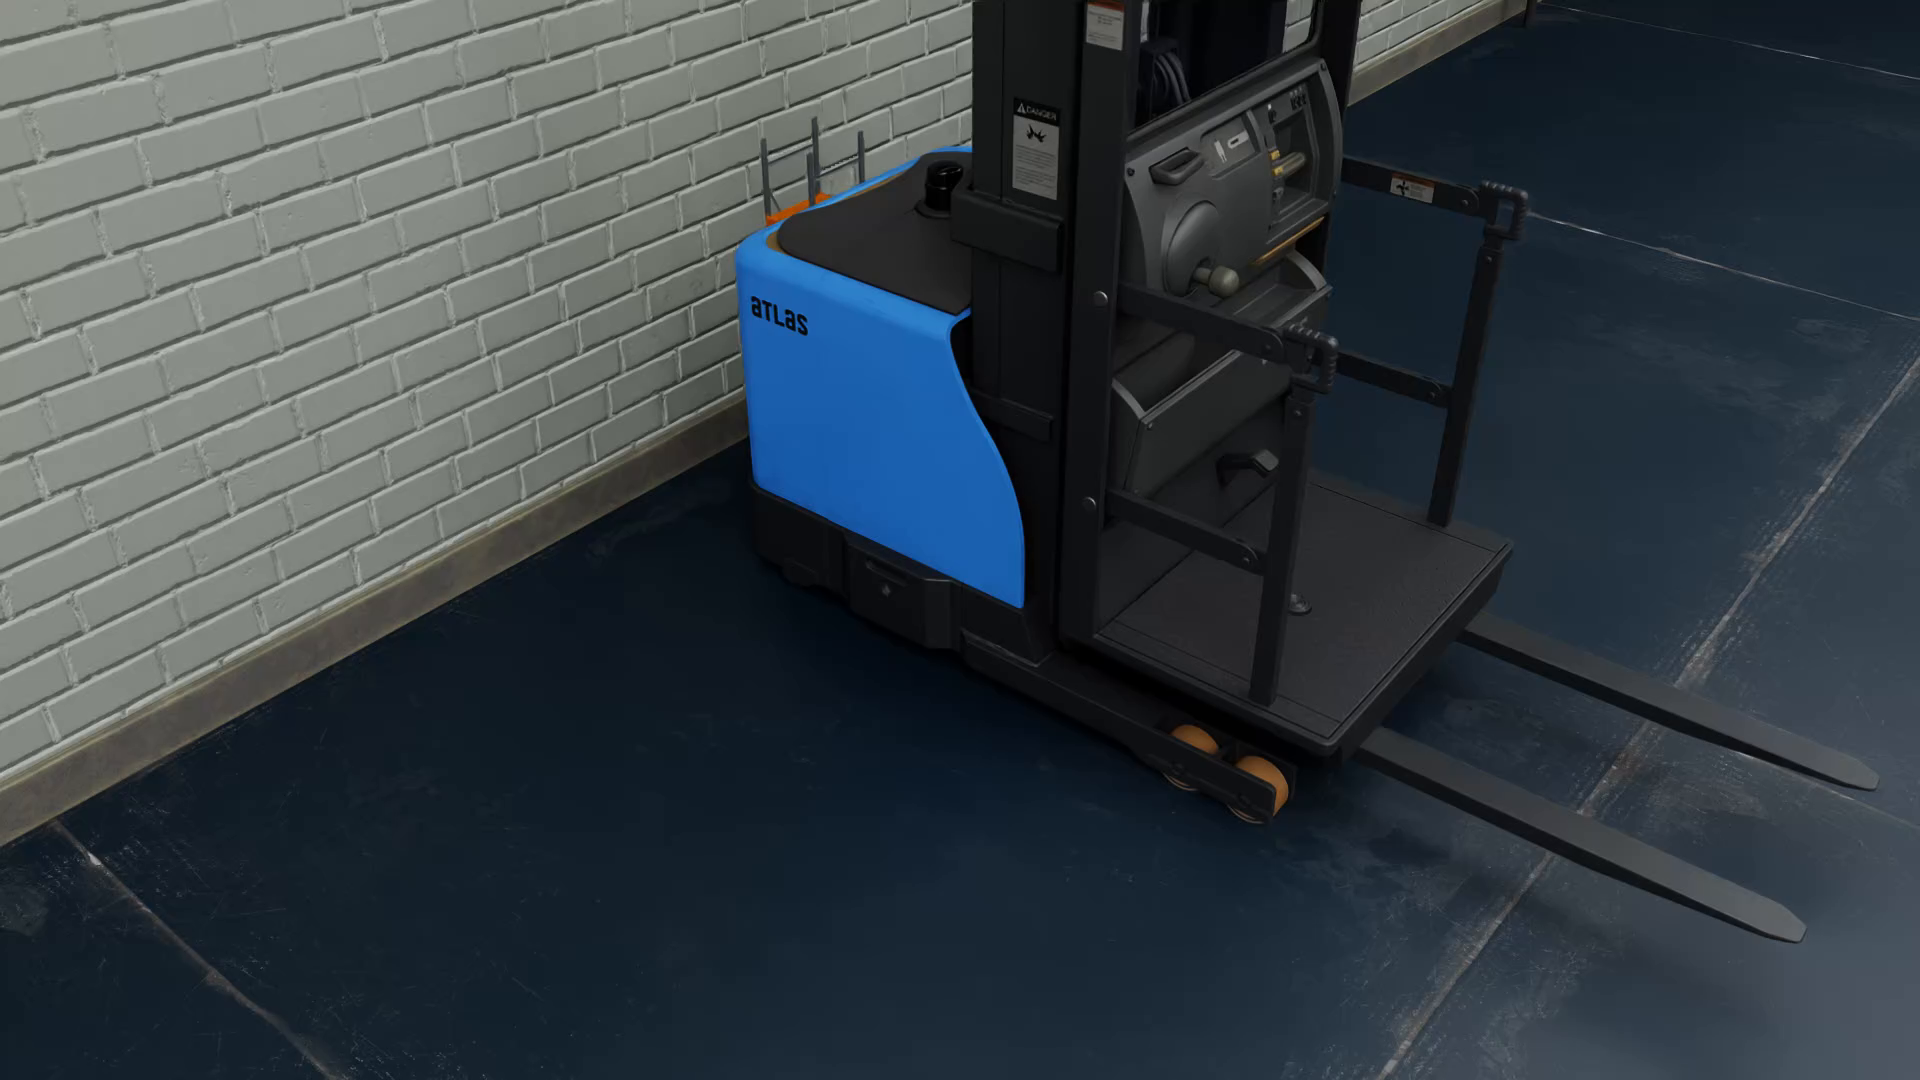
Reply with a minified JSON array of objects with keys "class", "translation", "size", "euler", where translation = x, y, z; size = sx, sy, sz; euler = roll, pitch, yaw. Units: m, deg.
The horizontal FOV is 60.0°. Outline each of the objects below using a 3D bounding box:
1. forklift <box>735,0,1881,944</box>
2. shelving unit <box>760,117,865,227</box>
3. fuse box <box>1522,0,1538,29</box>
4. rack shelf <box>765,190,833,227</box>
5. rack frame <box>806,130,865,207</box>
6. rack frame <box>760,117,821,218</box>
[{"class":"forklift","translation":[0.834,-0.834,3.876],"size":[3.031,2.935,1.130],"euler":[24,41,31]},{"class":"shelving unit","translation":[-0.432,-0.686,5.190],"size":[0.189,1.200,0.258],"euler":[24,41,31]},{"class":"fuse box","translation":[3.287,-3.642,9.042],"size":[0.414,1.711,0.539],"euler":[25,42,32]},{"class":"rack shelf","translation":[-0.432,-0.947,5.011],"size":[0.180,0.103,0.258],"euler":[24,41,31]},{"class":"rack frame","translation":[-0.360,-0.654,5.143],"size":[0.006,1.200,0.240],"euler":[24,41,31]},{"class":"rack frame","translation":[-0.504,-0.719,5.236],"size":[0.006,1.200,0.240],"euler":[24,41,31]}]
